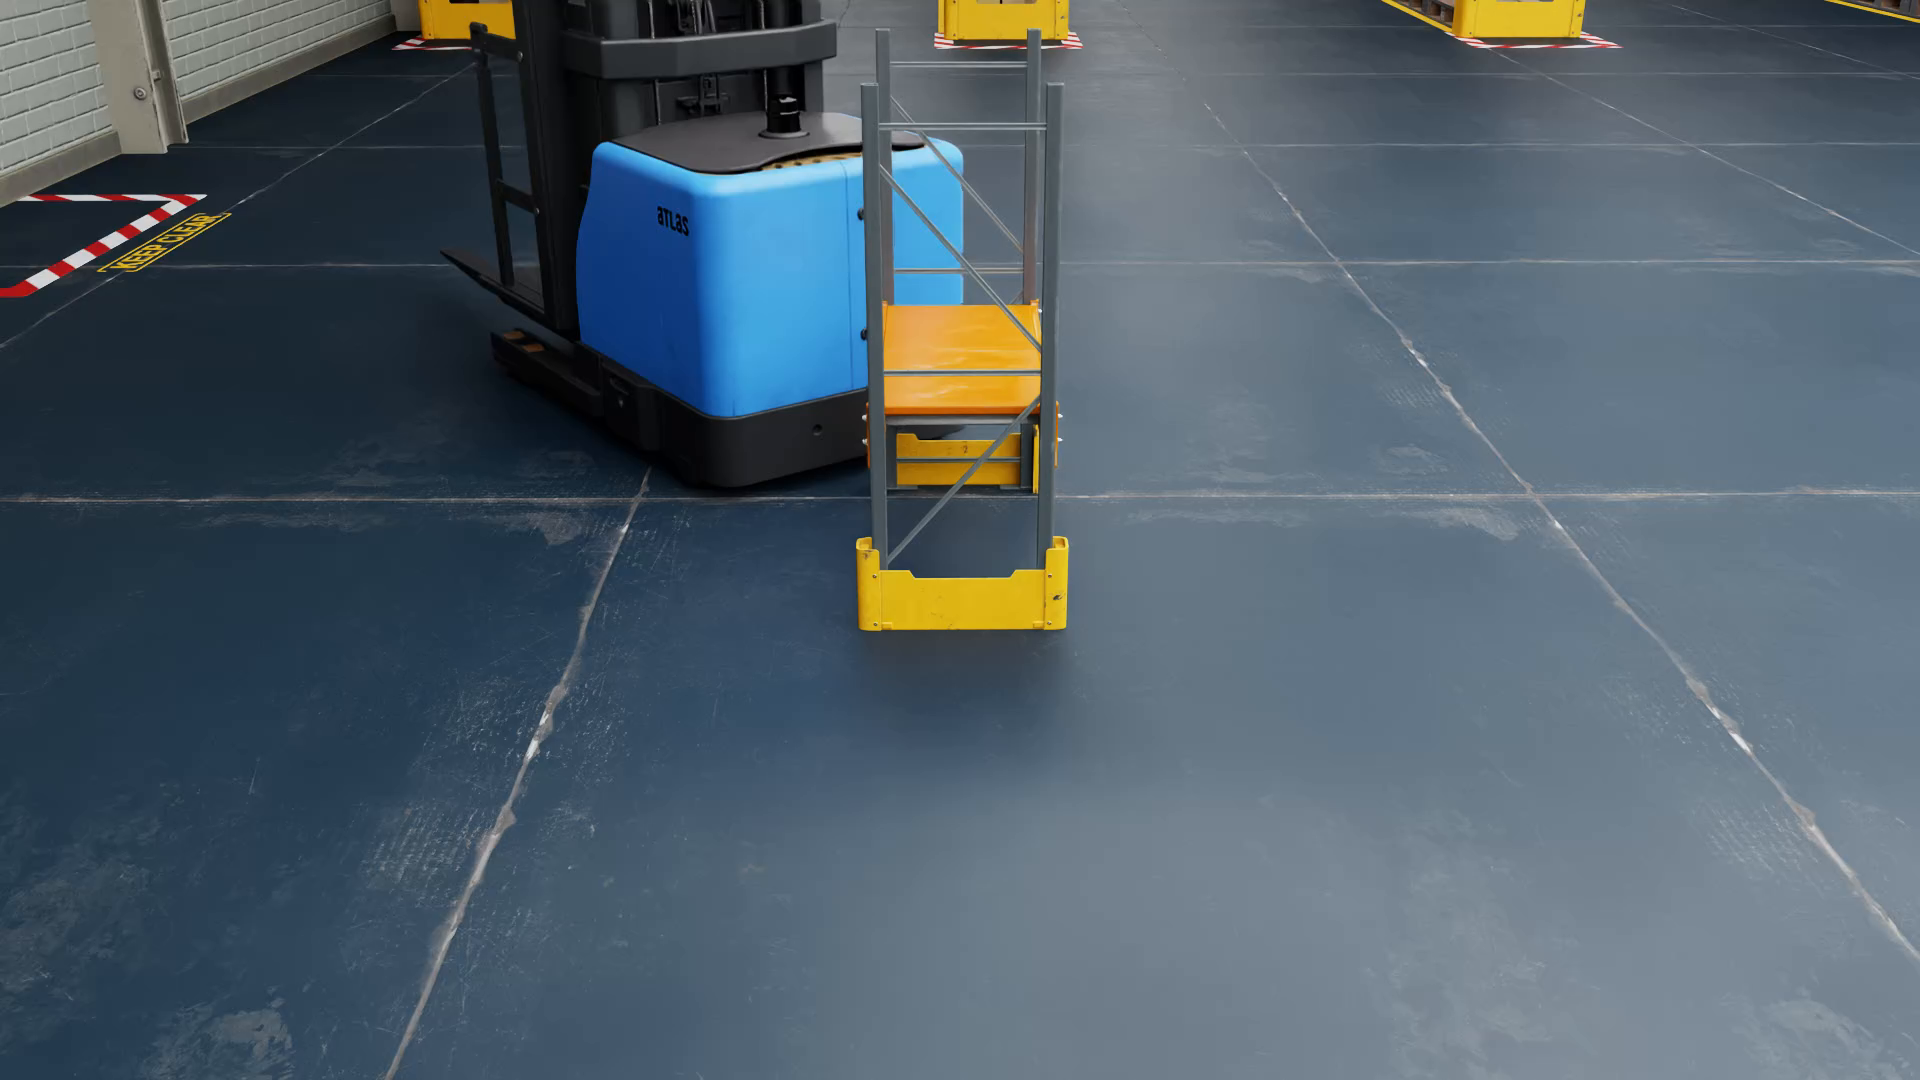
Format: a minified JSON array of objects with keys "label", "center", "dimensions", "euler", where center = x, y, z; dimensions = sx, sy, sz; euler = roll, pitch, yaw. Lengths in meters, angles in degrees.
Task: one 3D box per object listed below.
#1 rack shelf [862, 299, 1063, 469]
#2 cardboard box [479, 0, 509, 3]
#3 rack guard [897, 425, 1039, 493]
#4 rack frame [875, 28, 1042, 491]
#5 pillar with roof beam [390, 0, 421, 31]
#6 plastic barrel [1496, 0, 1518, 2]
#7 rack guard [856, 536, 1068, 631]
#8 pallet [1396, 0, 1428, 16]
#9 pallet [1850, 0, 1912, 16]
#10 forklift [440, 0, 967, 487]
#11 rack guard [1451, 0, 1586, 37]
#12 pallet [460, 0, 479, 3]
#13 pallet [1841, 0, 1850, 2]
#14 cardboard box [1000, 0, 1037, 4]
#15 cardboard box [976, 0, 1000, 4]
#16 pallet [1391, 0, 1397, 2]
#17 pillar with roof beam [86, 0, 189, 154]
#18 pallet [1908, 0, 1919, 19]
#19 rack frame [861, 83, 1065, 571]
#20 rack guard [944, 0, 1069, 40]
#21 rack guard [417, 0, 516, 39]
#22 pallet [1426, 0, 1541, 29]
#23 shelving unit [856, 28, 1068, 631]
[{"label":"rack shelf","center":[0.001,-0.484,4.937],"dimensions":[0.538,0.185,1.000],"euler":[0,24,-1]},{"label":"cardboard box","center":[-4.437,-5.408,16.295],"dimensions":[0.500,0.311,0.500],"euler":[-3,25,-7]},{"label":"rack guard","center":[-0.005,-0.288,5.583],"dimensions":[0.587,0.250,0.087],"euler":[0,24,-1]},{"label":"rack frame","center":[-0.005,-0.858,5.326],"dimensions":[0.500,1.500,0.032],"euler":[0,24,-1]},{"label":"pillar with roof beam","center":[-1.087,-9.184,14.636],"dimensions":[9.100,9.000,0.400],"euler":[0,24,-1]},{"label":"plastic barrel","center":[5.304,-5.520,16.324],"dimensions":[0.421,0.512,0.421],"euler":[0,24,0]},{"label":"rack guard","center":[0.006,0.123,4.675],"dimensions":[0.587,0.250,0.087],"euler":[0,24,-1]},{"label":"pallet","center":[5.326,-5.788,17.791],"dimensions":[1.003,0.211,1.213],"euler":[0,24,-1]},{"label":"pallet","center":[10.355,-5.811,17.841],"dimensions":[1.003,0.211,1.213],"euler":[0,24,-1]},{"label":"forklift","center":[-1.245,-2.056,6.240],"dimensions":[1.130,2.935,3.031],"euler":[-17,29,-32]},{"label":"rack guard","center":[5.339,-5.083,15.883],"dimensions":[1.175,0.500,0.348],"euler":[0,24,-1]},{"label":"pallet","center":[-4.493,-5.242,16.585],"dimensions":[1.003,0.211,1.213],"euler":[0,24,-1]},{"label":"pallet","center":[10.339,-6.315,18.956],"dimensions":[1.003,0.211,1.213],"euler":[0,24,-1]},{"label":"cardboard box","center":[0.651,-5.331,16.224],"dimensions":[0.500,0.250,0.500],"euler":[0,24,-1]},{"label":"cardboard box","center":[0.133,-5.329,16.219],"dimensions":[0.500,0.250,0.500],"euler":[0,24,-1]},{"label":"pallet","center":[5.309,-6.292,18.906],"dimensions":[1.003,0.211,1.213],"euler":[0,24,-1]},{"label":"pillar with roof beam","center":[-1.022,-6.712,9.170],"dimensions":[9.100,9.000,0.400],"euler":[0,24,-1]},{"label":"pallet","center":[10.366,-5.309,16.733],"dimensions":[1.003,0.211,1.213],"euler":[0,24,-1]},{"label":"rack frame","center":[0.006,-0.439,4.400],"dimensions":[0.500,1.500,0.032],"euler":[0,24,-1]},{"label":"rack guard","center":[0.434,-5.022,15.746],"dimensions":[1.175,0.500,0.348],"euler":[0,24,-1]},{"label":"rack guard","center":[-4.520,-5.039,15.785],"dimensions":[1.175,0.500,0.348],"euler":[0,24,-1]},{"label":"pallet","center":[5.336,-5.287,16.683],"dimensions":[1.003,0.211,1.213],"euler":[0,24,-1]},{"label":"shelving unit","center":[0.001,-0.652,4.871],"dimensions":[0.587,1.500,1.083],"euler":[0,24,-1]}]
